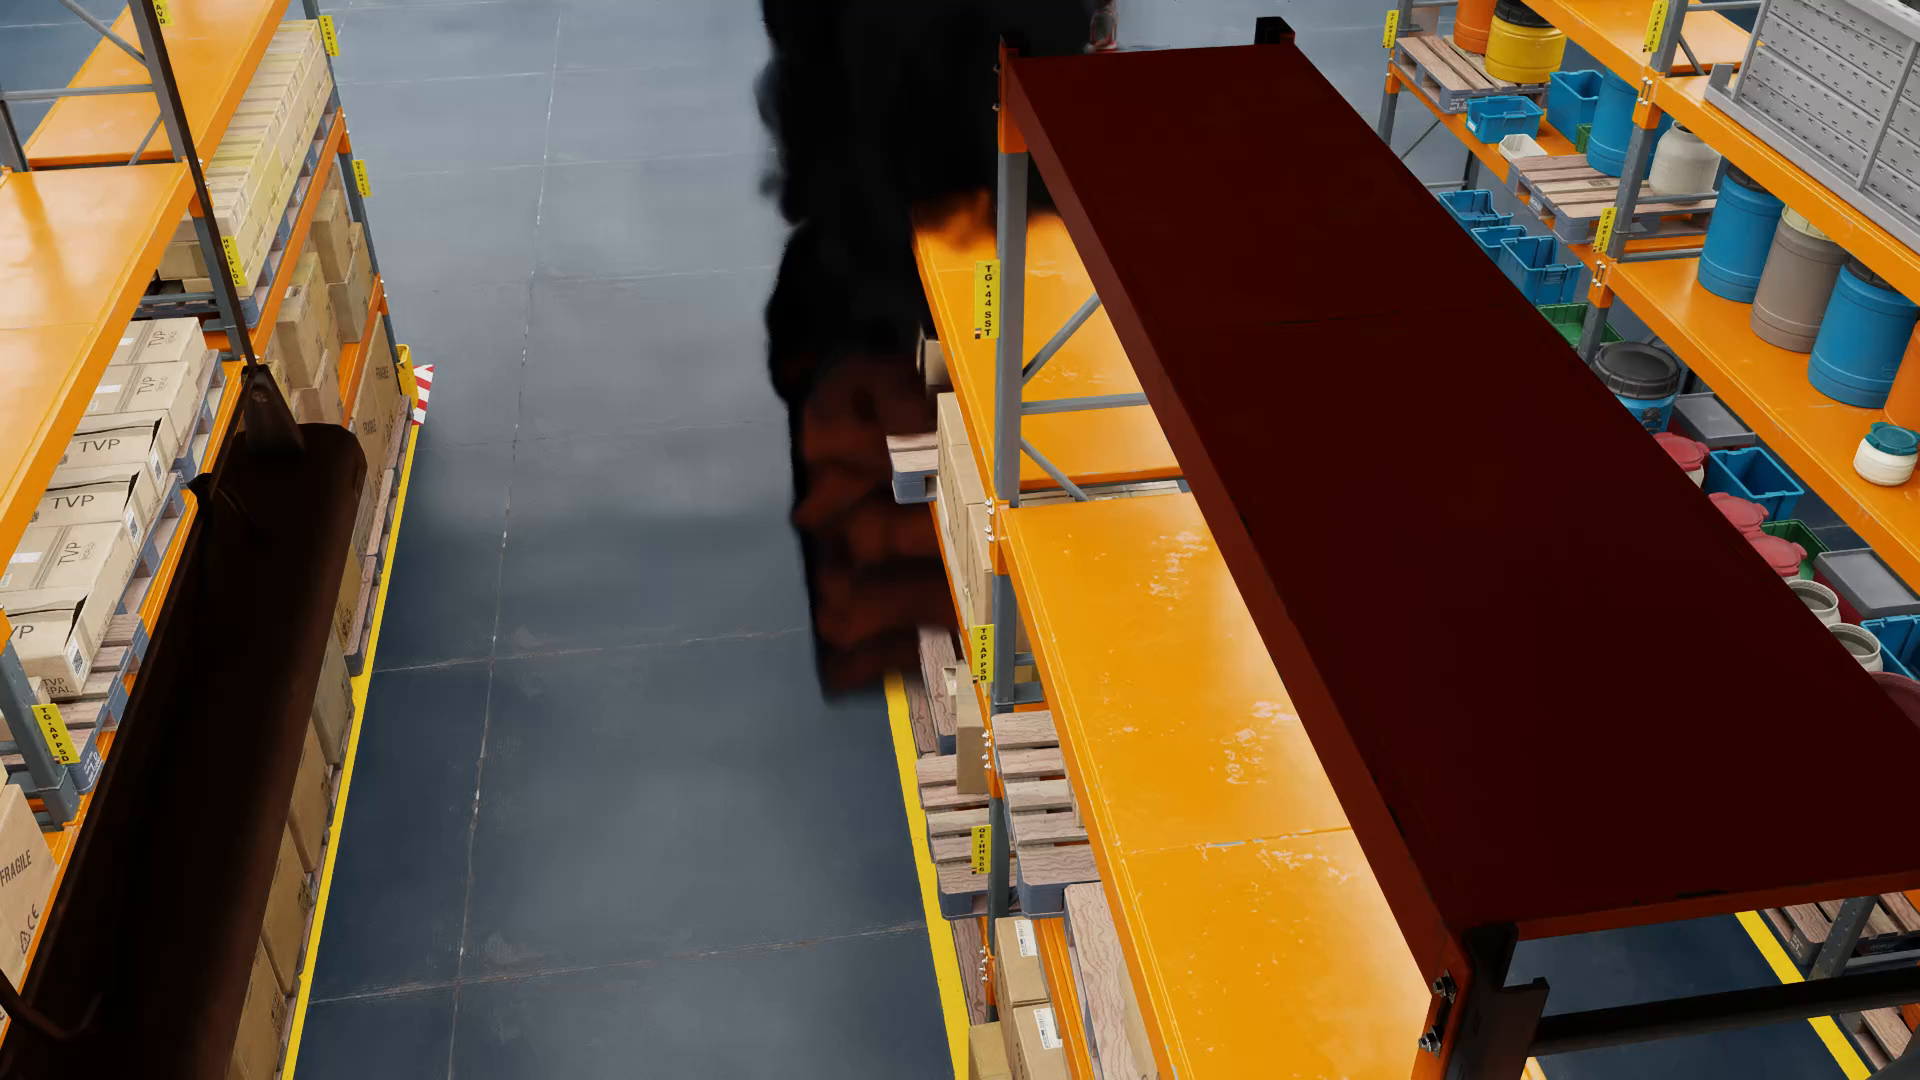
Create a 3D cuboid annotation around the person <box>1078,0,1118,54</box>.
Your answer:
[{"bbox_3d":[1.718,-5.827,19.941,0.601,1.735,0.623,4,37,6],"label":"person"}]
